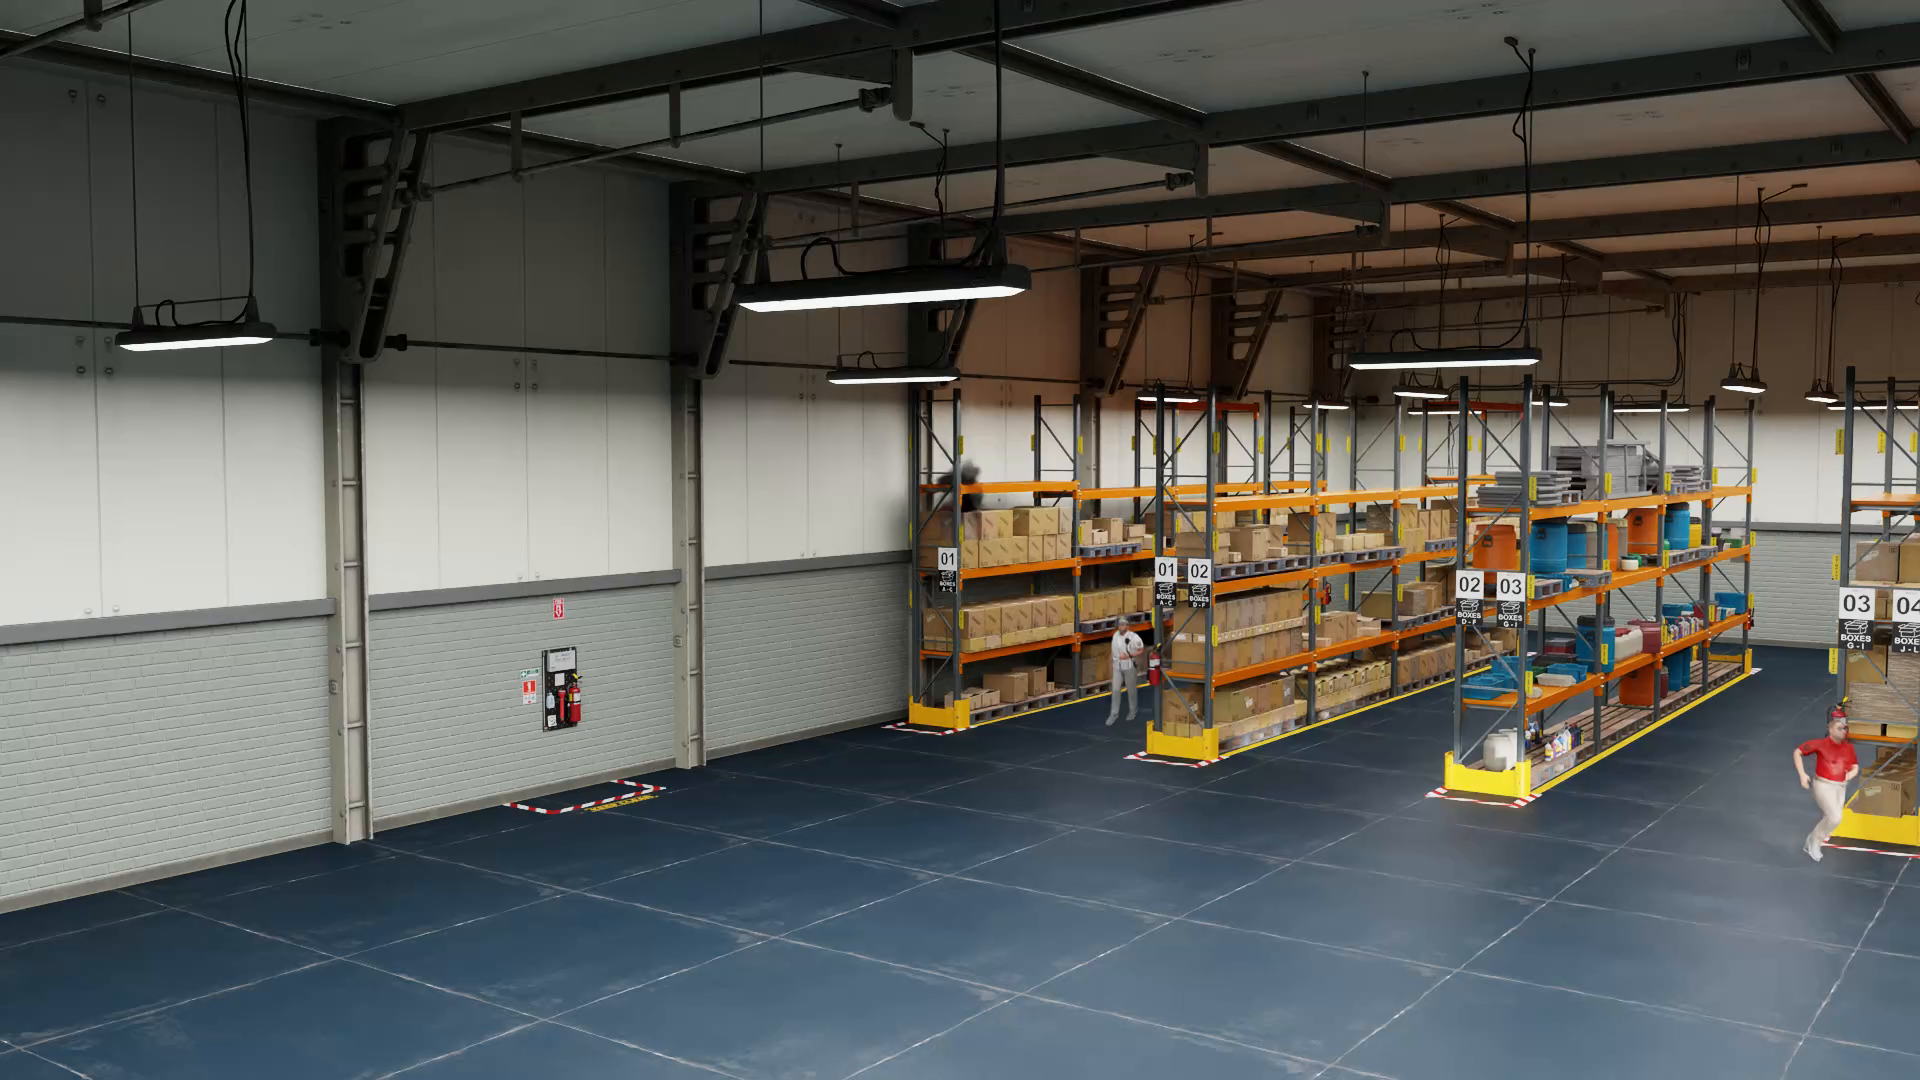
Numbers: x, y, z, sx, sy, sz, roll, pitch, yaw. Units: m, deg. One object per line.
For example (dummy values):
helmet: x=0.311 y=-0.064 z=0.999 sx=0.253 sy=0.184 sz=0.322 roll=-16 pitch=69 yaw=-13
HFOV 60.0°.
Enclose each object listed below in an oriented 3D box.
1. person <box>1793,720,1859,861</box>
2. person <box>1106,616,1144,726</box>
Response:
person: x=10.512 y=3.012 z=20.049 sx=0.667 sy=1.674 sz=0.634 roll=-1 pitch=3 yaw=-16
person: x=2.856 y=2.216 z=28.524 sx=0.670 sy=1.860 sz=0.802 roll=2 pitch=4 yaw=29
